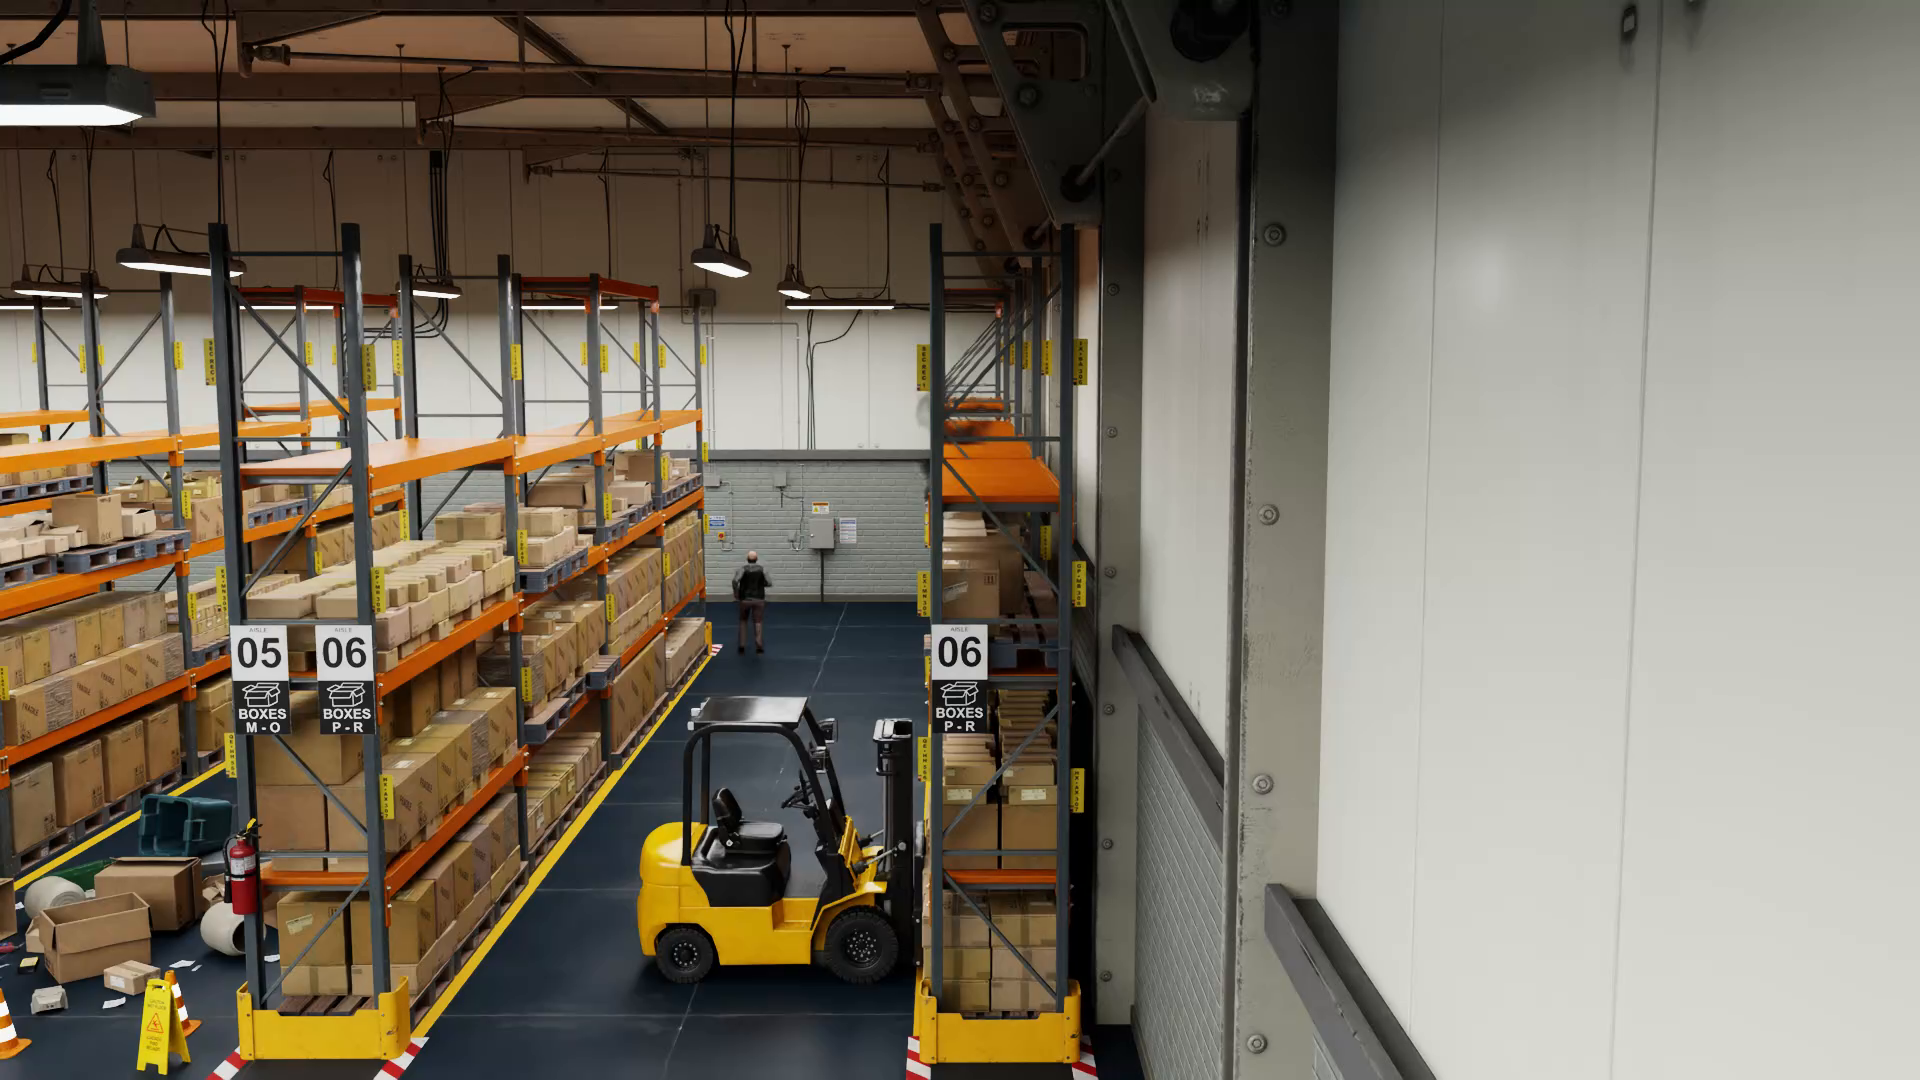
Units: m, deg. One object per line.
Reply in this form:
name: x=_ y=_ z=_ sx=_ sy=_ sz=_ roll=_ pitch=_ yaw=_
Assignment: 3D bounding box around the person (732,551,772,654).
person: x=-3.466 y=1.062 z=27.719 sx=0.682 sy=1.763 sz=0.856 roll=-1 pitch=7 yaw=-12
